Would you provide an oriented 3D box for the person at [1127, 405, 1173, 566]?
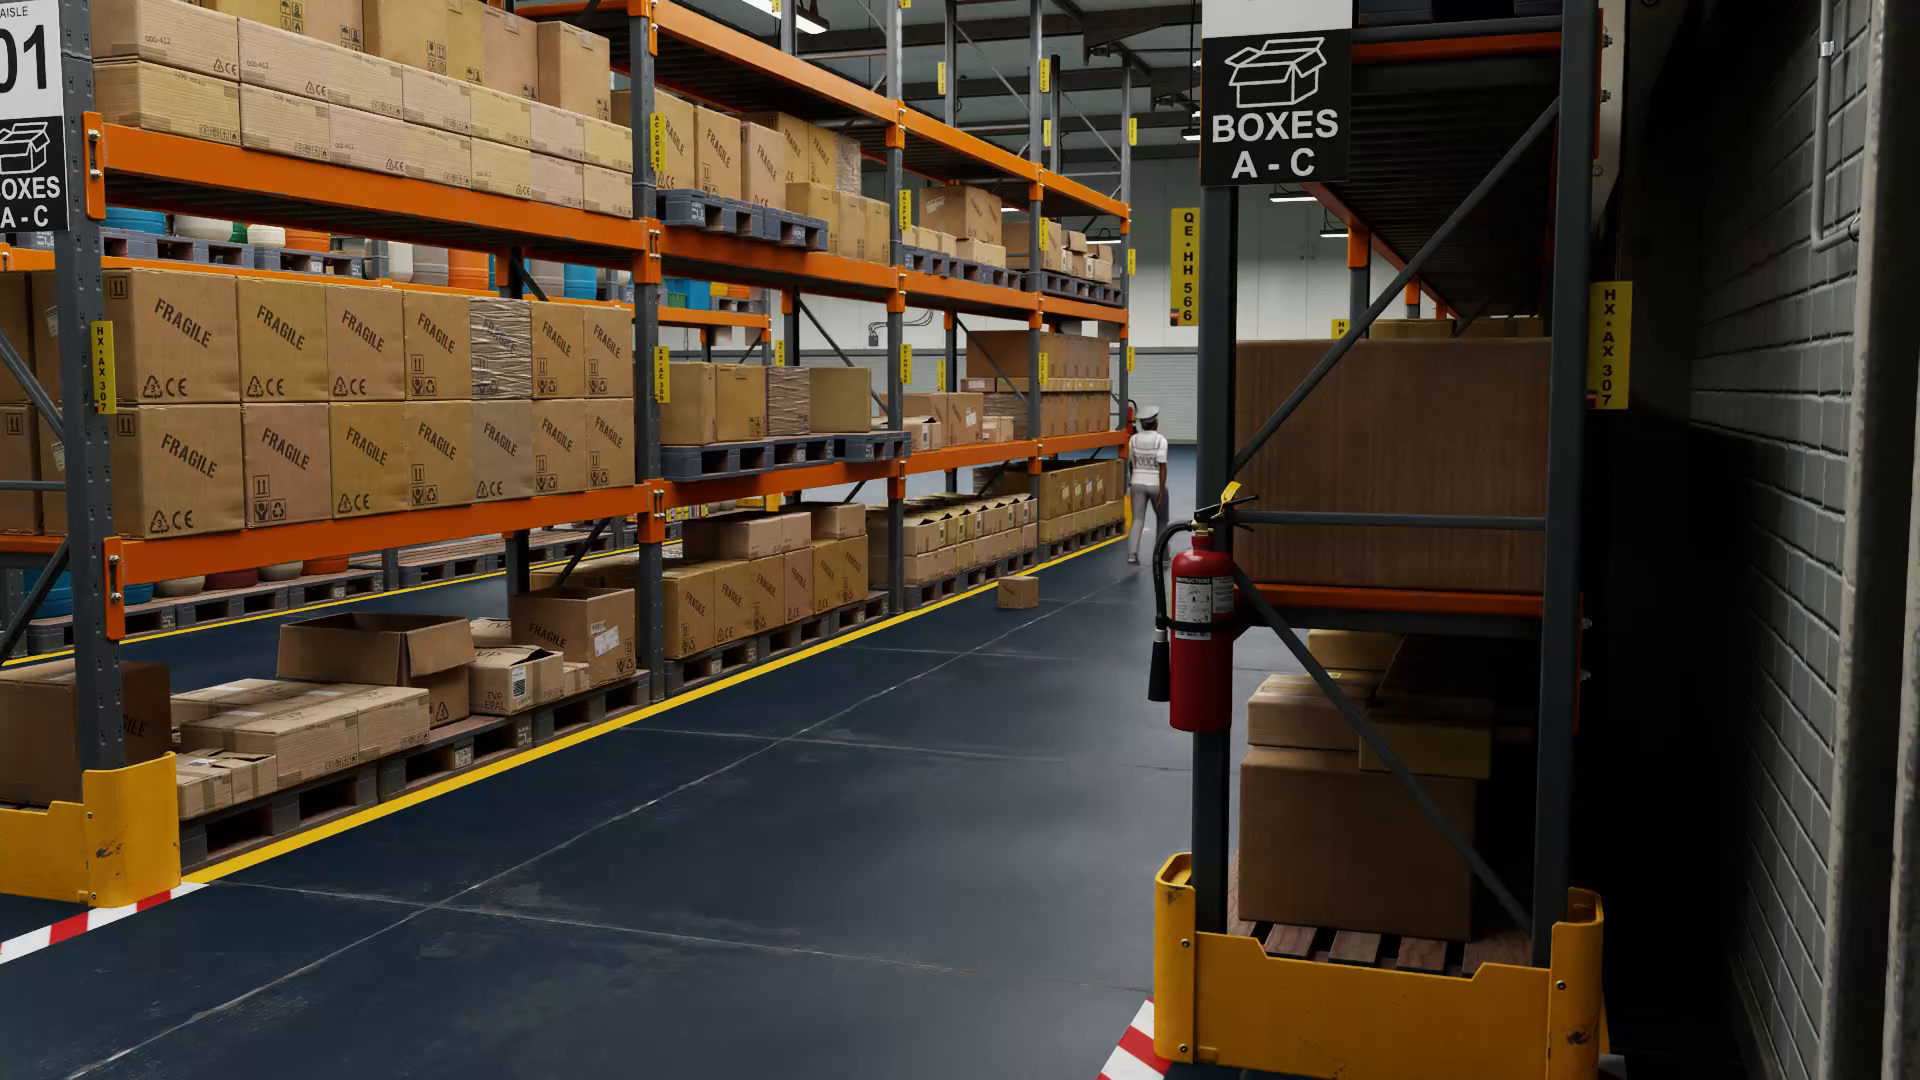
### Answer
[{"bbox_3d":[1.929,-0.550,16.983,0.438,1.635,0.996,2,6,19],"label":"person"}]
